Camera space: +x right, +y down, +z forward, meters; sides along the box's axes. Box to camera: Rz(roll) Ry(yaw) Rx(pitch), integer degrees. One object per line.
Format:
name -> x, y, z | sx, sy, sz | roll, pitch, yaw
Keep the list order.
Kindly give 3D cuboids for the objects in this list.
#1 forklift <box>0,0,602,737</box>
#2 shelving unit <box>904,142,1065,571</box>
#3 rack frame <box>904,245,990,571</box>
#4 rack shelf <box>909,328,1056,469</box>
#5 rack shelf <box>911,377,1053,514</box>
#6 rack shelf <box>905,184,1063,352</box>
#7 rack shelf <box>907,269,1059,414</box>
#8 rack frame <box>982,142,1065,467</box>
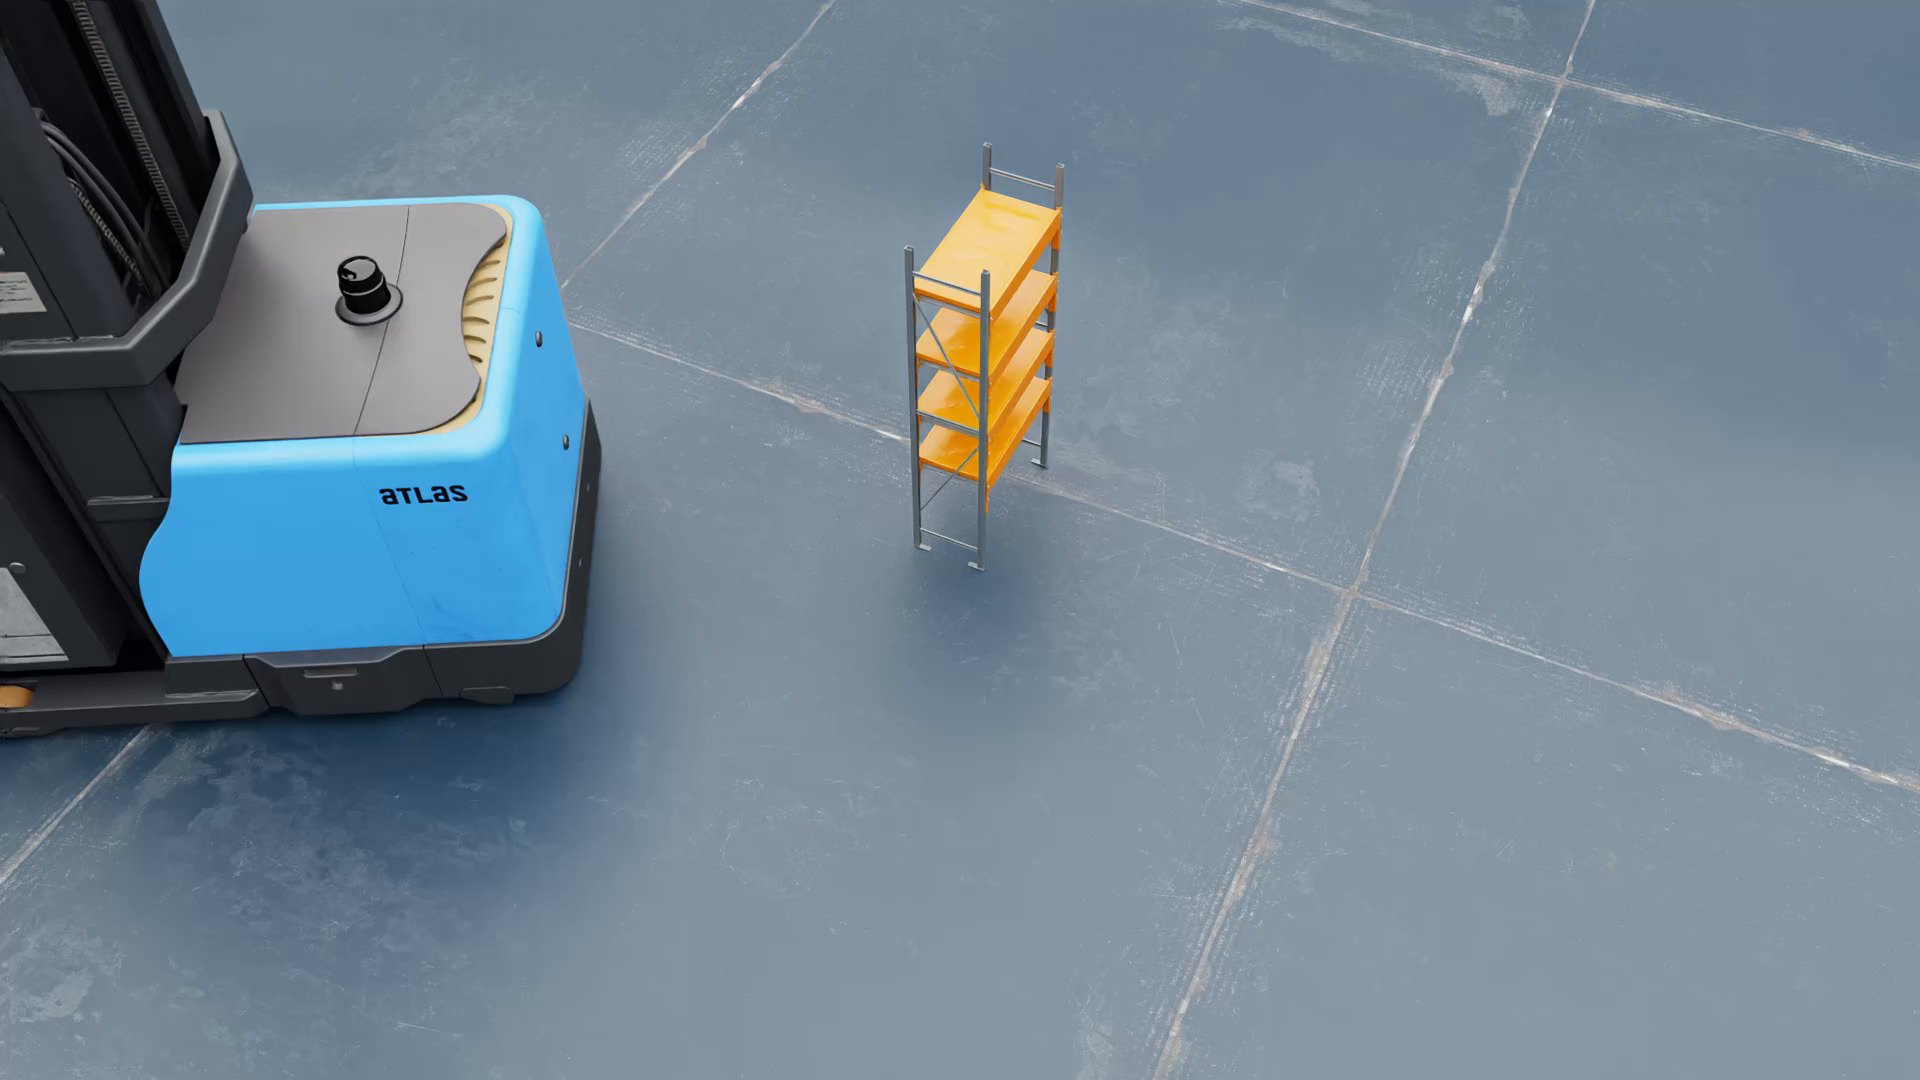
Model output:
forklift -> -2.648, -0.793, 4.001 | 3.031, 2.935, 1.130 | -3, 50, -2
shelving unit -> 0.071, -0.503, 4.890 | 0.258, 1.200, 0.503 | 20, 52, 16
rack frame -> -0.034, -0.335, 4.747 | 0.240, 1.200, 0.015 | 20, 52, 16
rack shelf -> 0.071, -0.459, 4.941 | 0.258, 0.148, 0.480 | 20, 52, 16
rack shelf -> 0.071, -0.331, 5.092 | 0.258, 0.148, 0.480 | 20, 52, 16
rack shelf -> 0.071, -0.757, 4.591 | 0.258, 0.148, 0.480 | 20, 52, 16
rack shelf -> 0.071, -0.604, 4.771 | 0.258, 0.148, 0.480 | 20, 52, 16
rack frame -> 0.175, -0.671, 5.033 | 0.240, 1.200, 0.015 | 20, 52, 16
